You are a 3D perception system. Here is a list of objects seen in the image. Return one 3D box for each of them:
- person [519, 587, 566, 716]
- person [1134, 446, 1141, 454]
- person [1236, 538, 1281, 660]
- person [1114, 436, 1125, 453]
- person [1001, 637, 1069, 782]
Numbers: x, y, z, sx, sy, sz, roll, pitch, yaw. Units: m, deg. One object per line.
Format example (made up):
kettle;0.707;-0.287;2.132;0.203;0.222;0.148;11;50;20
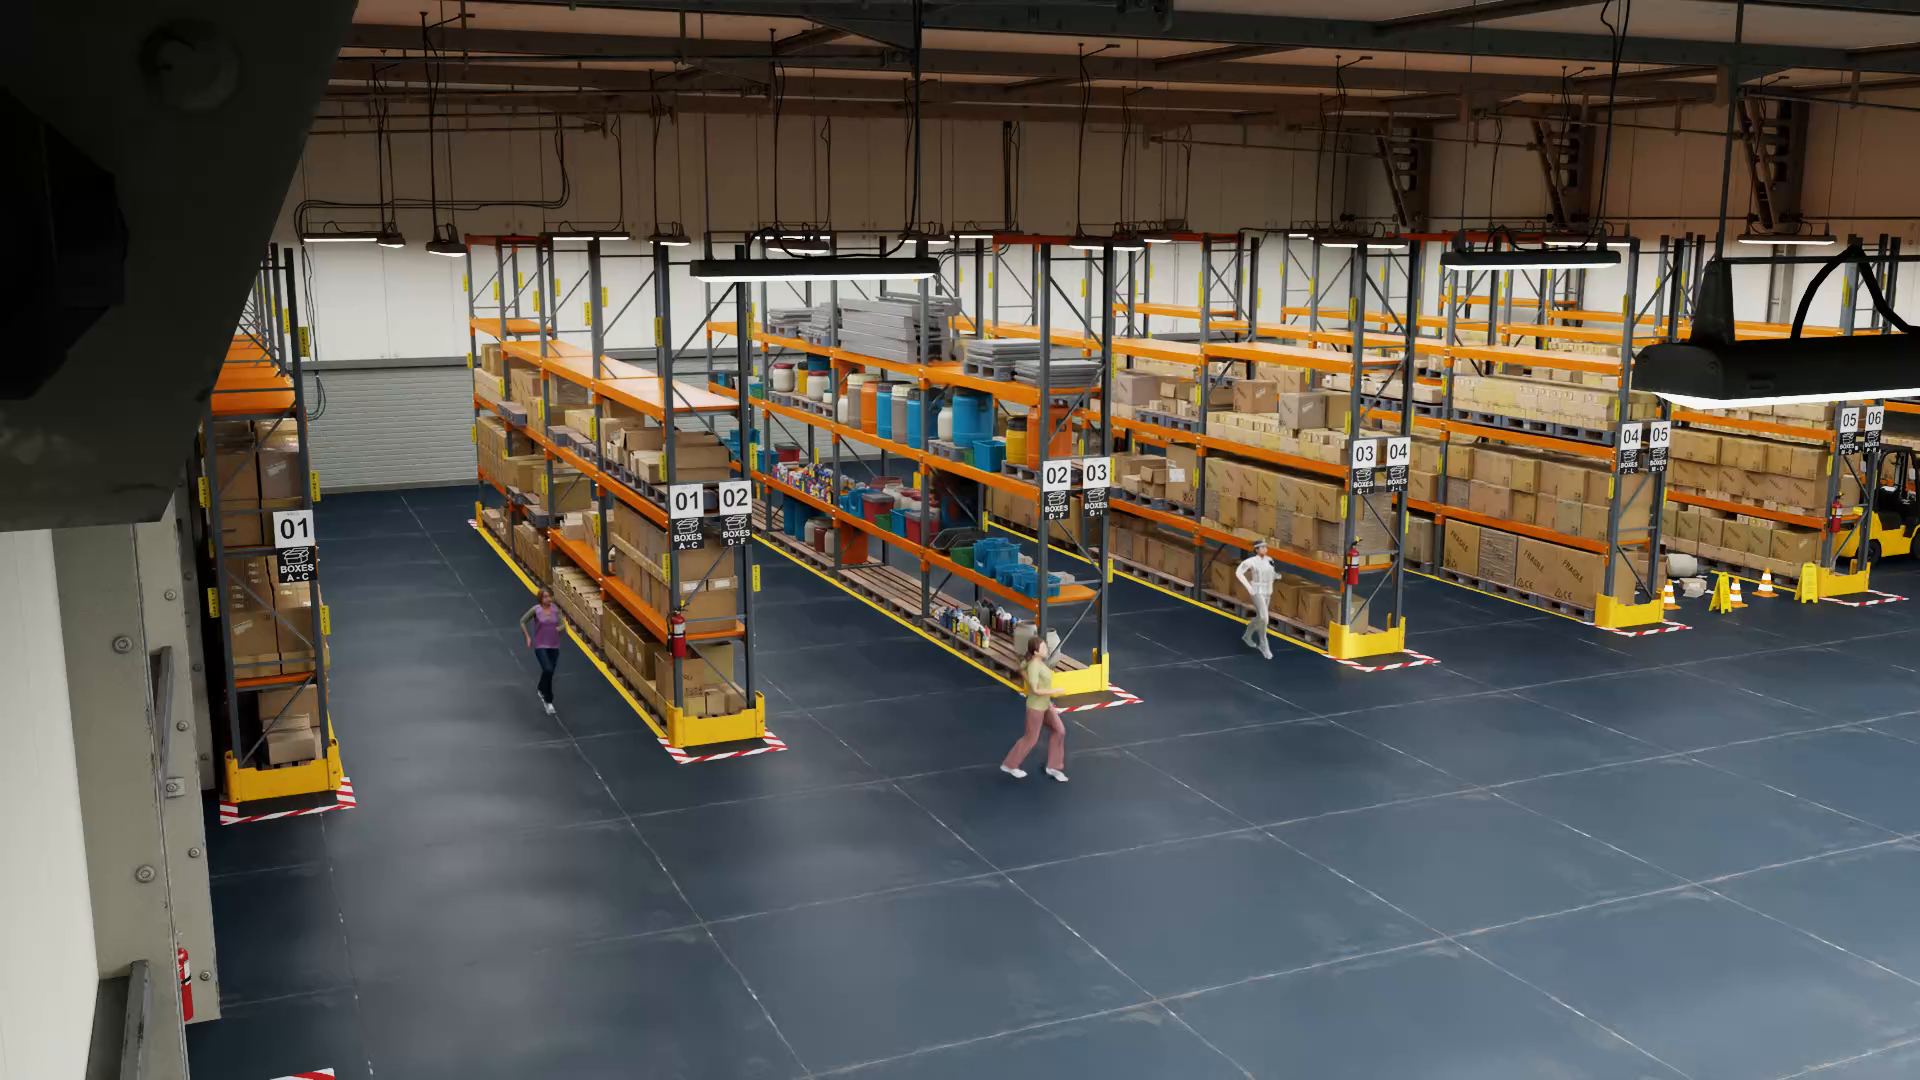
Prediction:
person;-5.371;1.424;21.577;0.506;1.642;0.721;-9;14;-40
person;3.620;-1.081;34.163;0.665;1.697;0.911;-6;13;-29
person;4.386;0.820;24.329;0.596;1.748;0.720;-8;14;-36
person;4.157;-2.573;41.980;0.699;1.716;0.871;0;11;-2
person;0.852;1.932;18.835;0.773;1.714;0.580;2;11;12
